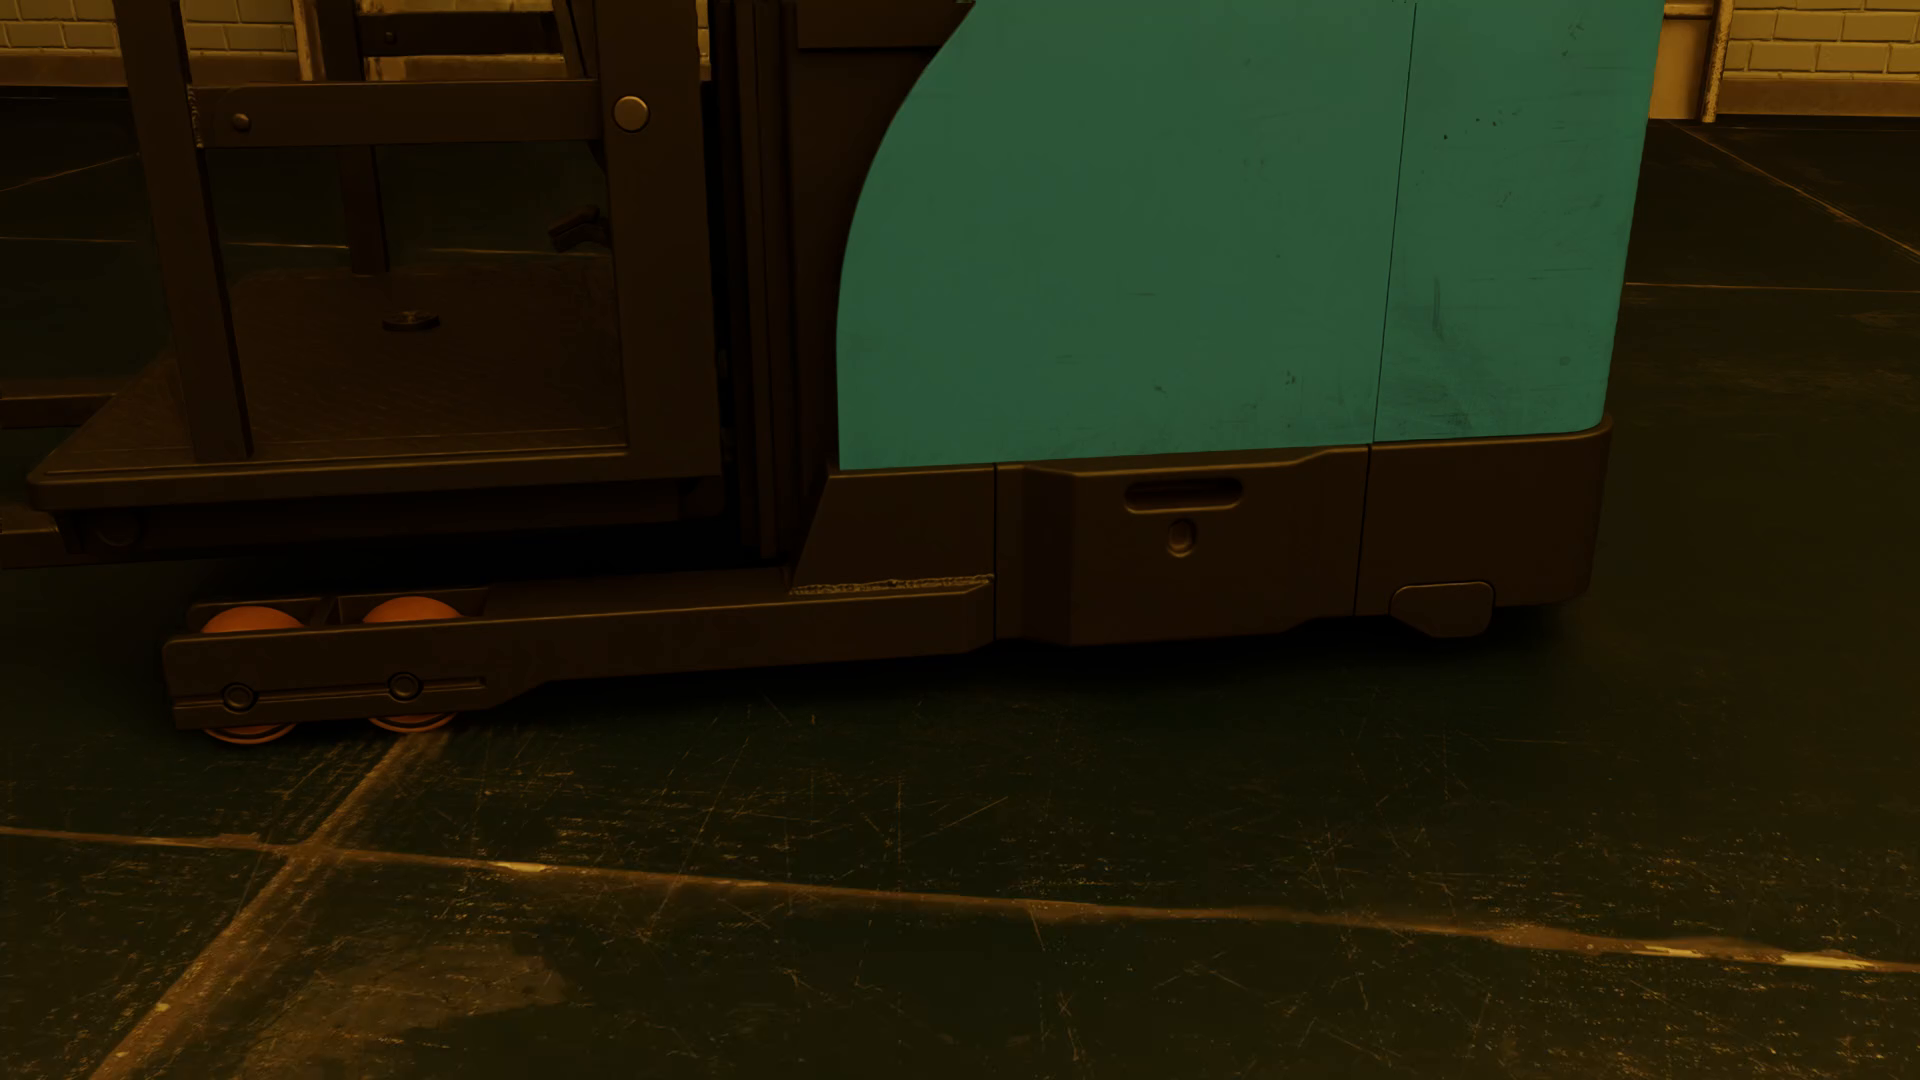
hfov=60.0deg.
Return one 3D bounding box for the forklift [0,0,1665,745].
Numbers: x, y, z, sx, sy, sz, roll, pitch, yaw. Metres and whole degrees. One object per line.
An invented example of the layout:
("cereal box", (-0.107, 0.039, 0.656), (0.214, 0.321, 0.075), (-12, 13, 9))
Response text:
("forklift", (-0.675, -1.319, 2.029), (3.031, 2.935, 1.130), (-3, 22, -8))
